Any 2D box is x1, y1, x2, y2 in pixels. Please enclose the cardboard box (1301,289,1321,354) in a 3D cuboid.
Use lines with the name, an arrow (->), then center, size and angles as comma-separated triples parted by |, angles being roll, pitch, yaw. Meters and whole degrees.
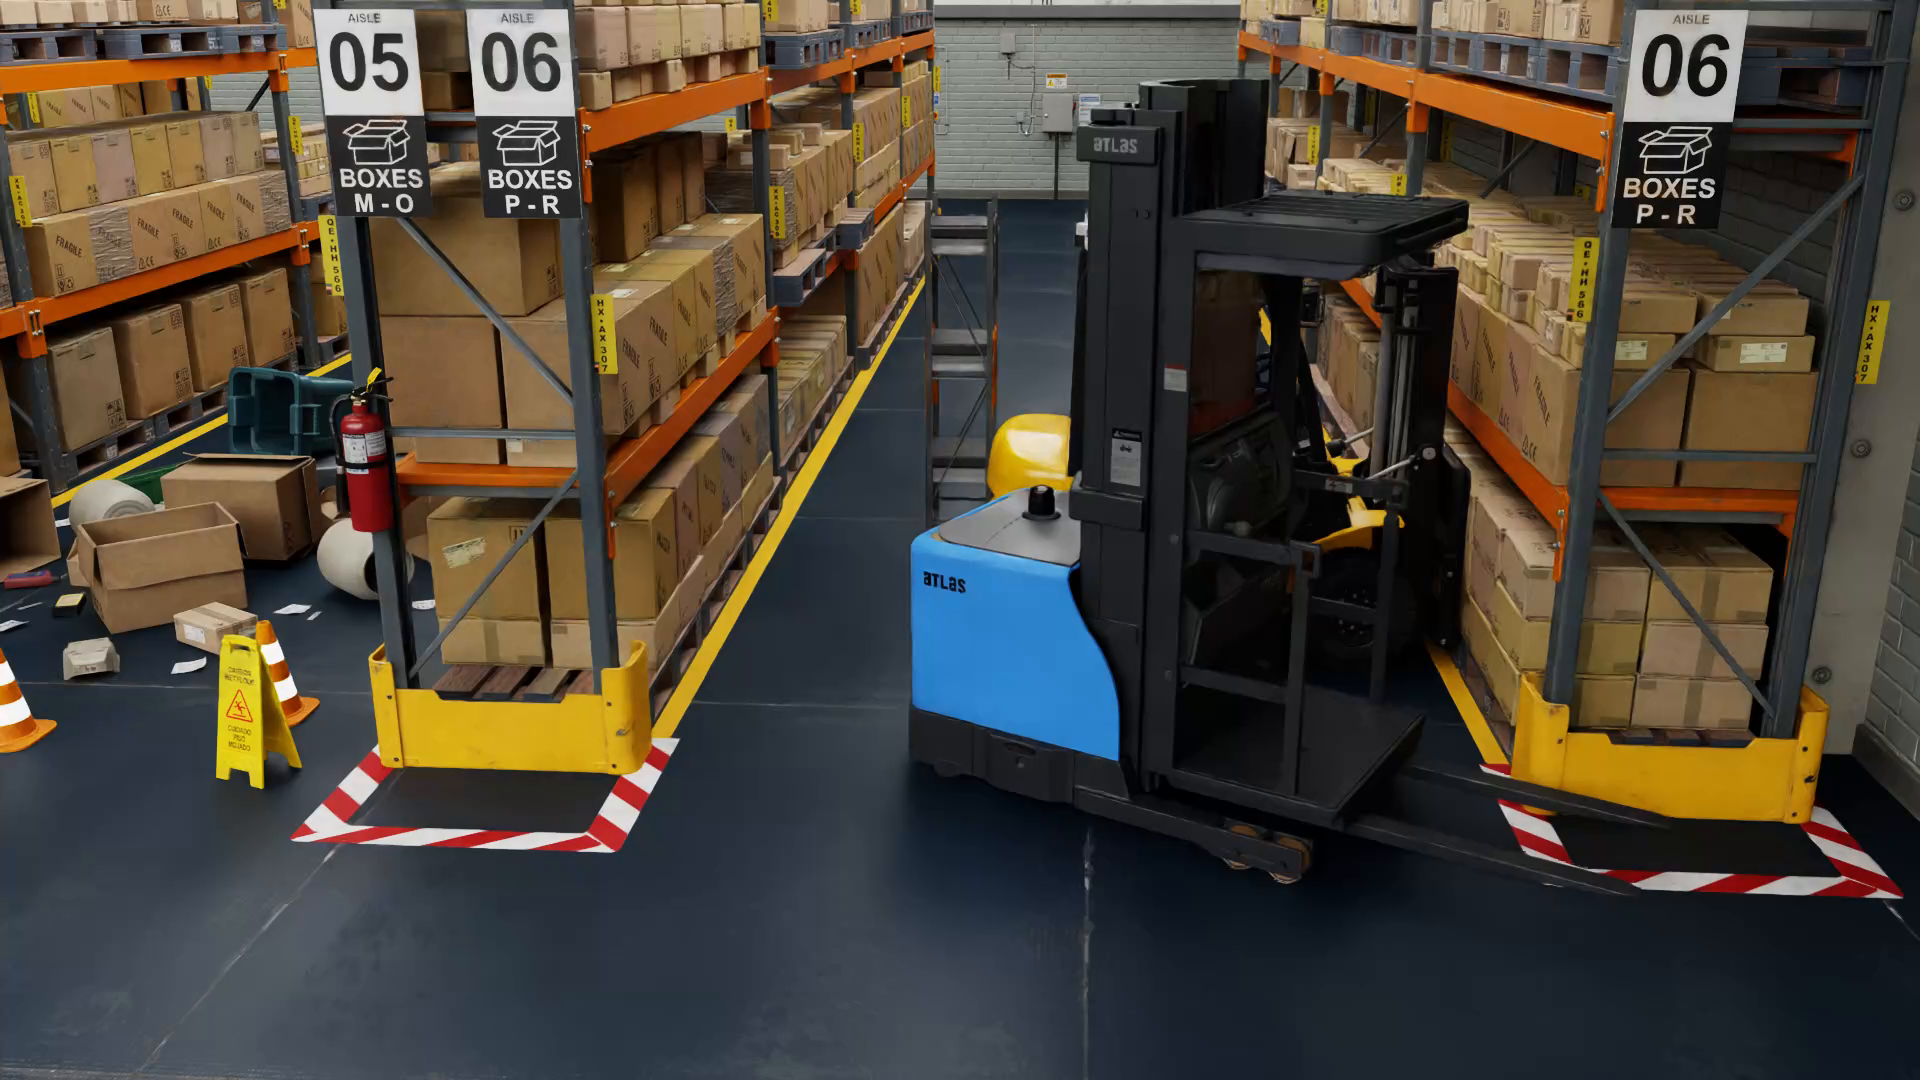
cardboard box -> 3.347, -1.961, 14.930 | 0.500, 0.500, 0.500 | 2, 18, 6

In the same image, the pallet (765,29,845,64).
pallet -> -1.485, -3.528, 11.857 | 1.213, 0.211, 1.003 | 1, 18, 4

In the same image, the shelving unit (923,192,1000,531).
shelving unit -> 0.012, -1.049, 10.253 | 0.431, 2.100, 0.503 | 1, 18, 4

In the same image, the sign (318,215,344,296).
sign -> -2.546, -1.157, 6.770 | 0.100, 0.325, 0.005 | 1, 18, 4

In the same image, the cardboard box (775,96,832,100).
cardboard box -> -1.530, -4.082, 16.298 | 0.500, 0.500, 0.500 | 1, 18, 3

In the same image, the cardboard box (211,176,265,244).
cardboard box -> -6.167, -2.749, 13.833 | 0.500, 0.500, 0.500 | 1, 18, 4

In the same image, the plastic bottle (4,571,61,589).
plastic bottle -> -5.361, 0.228, 9.630 | 0.283, 0.061, 0.133 | -5, 19, -15

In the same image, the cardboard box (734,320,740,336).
cardboard box -> -1.534, -1.297, 9.969 | 0.380, 0.149, 0.250 | 1, 18, 4

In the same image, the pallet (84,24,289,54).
pallet -> -6.358, -4.136, 13.715 | 1.213, 0.211, 1.003 | 2, 18, 6

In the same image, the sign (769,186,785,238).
sign -> -1.165, -2.082, 10.570 | 0.100, 0.325, 0.005 | 1, 18, 4

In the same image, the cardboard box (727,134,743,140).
cardboard box -> -1.714, -3.015, 13.493 | 0.500, 0.500, 0.500 | 2, 18, 7

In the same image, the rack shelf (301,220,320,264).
rack shelf -> -6.222, -3.281, 16.775 | 1.077, 0.370, 4.000 | 1, 18, 4

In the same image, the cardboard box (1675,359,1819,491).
cardboard box -> 3.270, -0.524, 7.043 | 0.500, 0.500, 0.500 | 2, 18, 6

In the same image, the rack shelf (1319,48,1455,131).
rack shelf -> 3.387, -3.275, 11.940 | 1.077, 0.370, 4.000 | 1, 18, 4

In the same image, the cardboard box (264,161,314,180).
cardboard box -> -6.130, -3.369, 15.139 | 0.380, 0.149, 0.250 | 2, 18, 6

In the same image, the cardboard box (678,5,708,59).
cardboard box -> -1.578, -2.560, 8.363 | 0.500, 0.250, 0.500 | 2, 18, 5

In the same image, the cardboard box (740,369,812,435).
cardboard box -> -1.624, -1.018, 12.257 | 0.950, 0.372, 0.625 | 2, 18, 7

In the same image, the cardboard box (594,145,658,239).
cardboard box -> -2.076, -1.899, 9.157 | 0.700, 0.500, 0.500 | 1, 18, 3

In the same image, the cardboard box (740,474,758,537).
cardboard box -> -1.510, -0.218, 10.013 | 0.500, 0.250, 0.500 | 1, 18, 2

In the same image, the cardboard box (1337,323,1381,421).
cardboard box -> 3.385, -1.279, 12.647 | 0.875, 0.625, 0.625 | 1, 18, 2

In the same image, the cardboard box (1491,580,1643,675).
cardboard box -> 2.680, 0.383, 7.376 | 0.500, 0.250, 0.500 | 1, 18, 3

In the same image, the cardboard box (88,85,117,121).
cardboard box -> -10.653, -5.270, 20.248 | 0.500, 0.500, 0.500 | 1, 18, 2

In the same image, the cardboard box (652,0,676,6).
cardboard box -> -1.569, -2.618, 7.903 | 0.380, 0.149, 0.250 | 2, 18, 5

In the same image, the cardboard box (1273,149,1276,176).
cardboard box -> 3.335, -3.768, 16.647 | 0.396, 0.266, 0.258 | 2, 18, 7

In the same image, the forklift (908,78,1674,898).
forklift -> 1.294, -0.262, 6.517 | 3.031, 2.935, 1.130 | 11, 21, 31

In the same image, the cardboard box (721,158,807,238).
cardboard box -> -1.352, -2.364, 11.506 | 0.500, 0.500, 0.500 | 1, 18, 4

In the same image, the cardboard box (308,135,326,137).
cardboard box -> -6.063, -3.830, 16.067 | 0.380, 0.149, 0.250 | 2, 18, 6

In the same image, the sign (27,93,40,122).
sign -> -10.476, -4.890, 18.796 | 0.100, 0.325, 0.005 | 1, 18, 4

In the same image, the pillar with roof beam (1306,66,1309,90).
pillar with roof beam -> 0.903, -9.062, 23.627 | 9.100, 9.000, 0.400 | 1, 18, 4

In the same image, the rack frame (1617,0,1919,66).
rack frame -> 2.957, -3.179, 5.674 | 1.000, 3.000, 0.127 | 1, 18, 4

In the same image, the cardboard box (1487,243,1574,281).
cardboard box -> 2.764, -1.340, 8.016 | 0.380, 0.149, 0.250 | 2, 18, 5

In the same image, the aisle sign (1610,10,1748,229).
aisle sign -> 2.660, -1.550, 6.161 | 0.394, 0.787, 0.004 | 1, 18, 4

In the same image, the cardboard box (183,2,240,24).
cardboard box -> -6.577, -4.658, 14.843 | 0.500, 0.500, 0.500 | 1, 18, 4

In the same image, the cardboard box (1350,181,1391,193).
cardboard box -> 3.051, -2.519, 12.092 | 0.380, 0.149, 0.250 | 1, 18, 2

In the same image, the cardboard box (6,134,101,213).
cardboard box -> -6.587, -2.596, 11.763 | 0.700, 0.500, 0.500 | 1, 18, 3

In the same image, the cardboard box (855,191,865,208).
cardboard box -> -1.134, -2.998, 14.996 | 0.500, 0.250, 0.500 | 1, 18, 3

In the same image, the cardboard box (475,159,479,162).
cardboard box -> -5.820, -4.371, 19.350 | 0.380, 0.149, 0.250 | 0, 18, 1

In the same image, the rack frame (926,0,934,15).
rack frame -> -0.847, -8.258, 21.174 | 1.000, 3.000, 0.127 | 1, 18, 4

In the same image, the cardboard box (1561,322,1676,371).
cardboard box -> 2.703, -0.798, 6.839 | 0.380, 0.149, 0.250 | 2, 18, 5

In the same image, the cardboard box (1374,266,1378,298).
cardboard box -> 3.019, -1.662, 10.918 | 0.500, 0.250, 0.500 | 2, 18, 5

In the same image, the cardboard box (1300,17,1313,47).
cardboard box -> 3.396, -4.644, 15.201 | 0.500, 0.250, 0.500 | 1, 18, 4

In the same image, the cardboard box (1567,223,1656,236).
cardboard box -> 3.398, -1.565, 8.702 | 0.380, 0.149, 0.250 | 1, 18, 3

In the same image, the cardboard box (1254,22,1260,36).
cardboard box -> 3.630, -5.959, 19.376 | 0.380, 0.149, 0.250 | 2, 18, 5

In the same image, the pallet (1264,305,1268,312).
pallet -> 3.797, -2.477, 17.643 | 1.003, 0.211, 1.213 | 1, 18, 4

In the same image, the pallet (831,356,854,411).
pallet -> -1.478, -1.355, 14.219 | 1.003, 0.211, 1.213 | 1, 18, 4

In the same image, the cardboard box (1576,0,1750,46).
cardboard box -> 2.746, -2.191, 6.481 | 0.500, 0.500, 0.500 | 2, 18, 6

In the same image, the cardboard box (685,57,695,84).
cardboard box -> -1.616, -2.484, 8.772 | 0.380, 0.149, 0.250 | 2, 18, 5

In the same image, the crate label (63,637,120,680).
crate label -> -4.387, 0.595, 8.387 | 0.250, 0.136, 0.298 | -9, 20, -25

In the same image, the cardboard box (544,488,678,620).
cardboard box -> -1.659, 0.061, 7.957 | 0.500, 0.500, 0.500 | 1, 18, 2

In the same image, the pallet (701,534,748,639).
pallet -> -1.805, 0.234, 9.370 | 1.003, 0.211, 1.213 | 1, 18, 4

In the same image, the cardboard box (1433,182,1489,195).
cardboard box -> 3.639, -2.503, 12.043 | 0.380, 0.149, 0.250 | 1, 18, 4

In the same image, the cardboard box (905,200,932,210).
cardboard box -> -0.794, -4.182, 21.809 | 0.875, 0.438, 0.875 | 1, 18, 2
